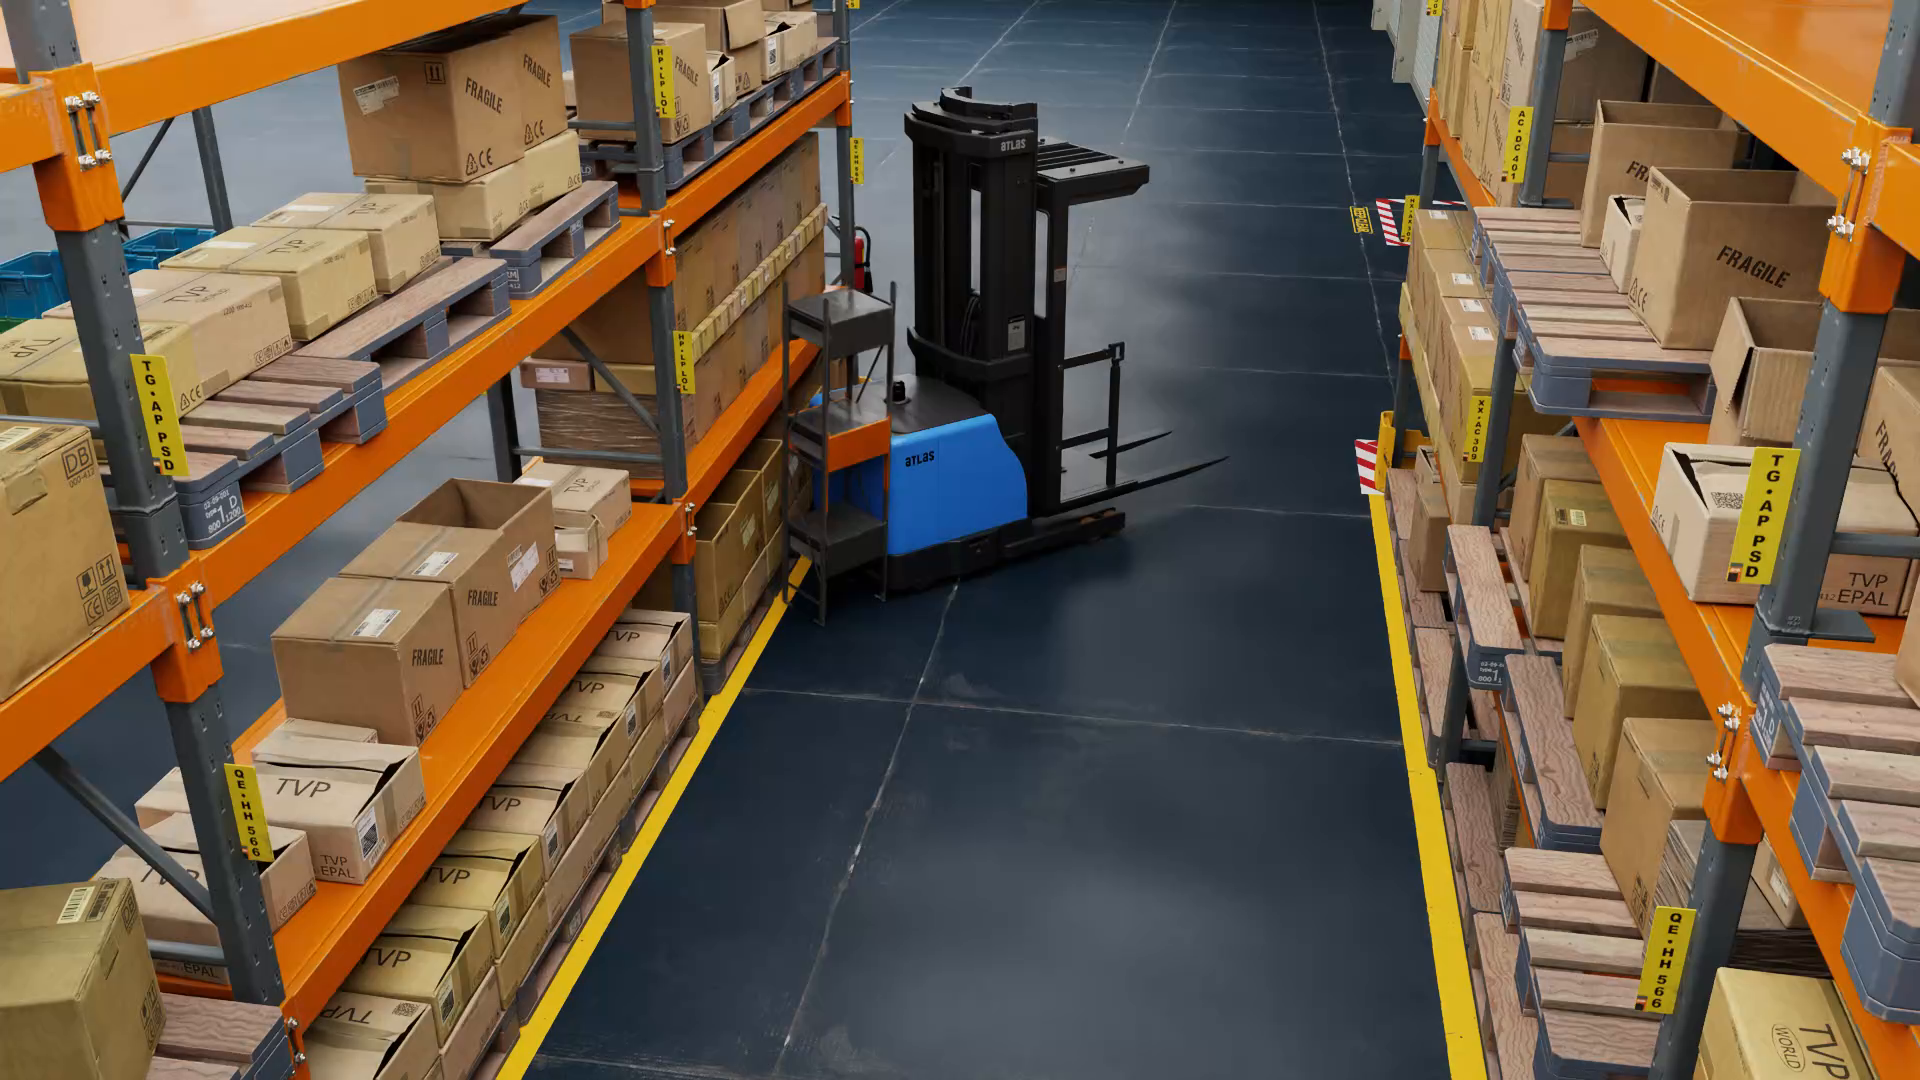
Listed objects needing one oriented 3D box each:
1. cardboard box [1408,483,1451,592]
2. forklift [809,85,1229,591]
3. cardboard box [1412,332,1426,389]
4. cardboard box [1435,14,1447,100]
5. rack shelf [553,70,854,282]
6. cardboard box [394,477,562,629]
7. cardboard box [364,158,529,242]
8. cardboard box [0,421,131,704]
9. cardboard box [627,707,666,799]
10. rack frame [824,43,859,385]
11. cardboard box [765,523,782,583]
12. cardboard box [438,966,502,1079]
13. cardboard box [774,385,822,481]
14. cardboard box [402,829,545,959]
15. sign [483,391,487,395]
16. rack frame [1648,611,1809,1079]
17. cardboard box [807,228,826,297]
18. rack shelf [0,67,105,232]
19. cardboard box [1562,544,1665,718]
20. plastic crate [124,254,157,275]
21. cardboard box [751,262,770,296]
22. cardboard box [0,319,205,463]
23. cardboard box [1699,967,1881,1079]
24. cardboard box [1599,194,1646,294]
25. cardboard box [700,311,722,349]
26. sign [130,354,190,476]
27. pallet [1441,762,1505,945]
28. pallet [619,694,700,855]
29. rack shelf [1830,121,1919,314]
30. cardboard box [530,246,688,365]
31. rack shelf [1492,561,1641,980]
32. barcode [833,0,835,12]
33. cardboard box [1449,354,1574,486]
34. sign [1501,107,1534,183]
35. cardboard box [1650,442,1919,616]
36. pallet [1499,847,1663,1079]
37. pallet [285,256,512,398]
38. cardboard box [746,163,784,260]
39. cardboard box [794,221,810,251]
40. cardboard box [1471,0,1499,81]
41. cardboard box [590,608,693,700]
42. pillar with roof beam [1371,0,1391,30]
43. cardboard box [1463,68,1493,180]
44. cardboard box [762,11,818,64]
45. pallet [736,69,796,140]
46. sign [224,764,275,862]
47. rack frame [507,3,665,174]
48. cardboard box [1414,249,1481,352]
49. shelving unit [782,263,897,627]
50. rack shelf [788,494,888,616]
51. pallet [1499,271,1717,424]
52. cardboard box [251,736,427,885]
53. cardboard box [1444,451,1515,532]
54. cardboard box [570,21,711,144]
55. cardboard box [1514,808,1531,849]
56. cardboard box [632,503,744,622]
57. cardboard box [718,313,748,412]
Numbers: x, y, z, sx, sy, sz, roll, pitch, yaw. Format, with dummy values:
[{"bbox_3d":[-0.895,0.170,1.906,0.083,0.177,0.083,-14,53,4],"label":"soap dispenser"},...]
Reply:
[{"bbox_3d":[3.155,-0.008,10.158,0.700,0.500,0.500,2,25,5],"label":"cardboard box"},{"bbox_3d":[0.514,-1.480,10.955,3.031,2.935,1.130,-17,30,-31],"label":"forklift"},{"bbox_3d":[3.066,-1.094,10.202,0.500,0.250,0.500,4,25,8],"label":"cardboard box"},{"bbox_3d":[3.318,-3.056,10.561,0.500,0.500,0.500,5,25,10],"label":"cardboard box"},{"bbox_3d":[-1.596,-2.304,9.943,1.077,0.370,4.000,4,25,9],"label":"rack shelf"},{"bbox_3d":[-2.150,0.061,7.464,0.500,0.500,0.500,6,26,12],"label":"cardboard box"},{"bbox_3d":[-2.120,-1.428,6.906,0.500,0.250,0.500,2,25,3],"label":"cardboard box"},{"bbox_3d":[-2.614,0.020,4.014,0.910,0.500,0.500,4,25,9],"label":"cardboard box"},{"bbox_3d":[-1.789,1.026,8.268,0.500,0.250,0.500,4,25,8],"label":"cardboard box"},{"bbox_3d":[-1.269,-2.107,12.214,1.000,3.000,0.127,4,25,9],"label":"rack frame"},{"bbox_3d":[-1.374,0.030,10.395,0.500,0.250,0.500,4,25,9],"label":"cardboard box"},{"bbox_3d":[-2.120,1.885,6.433,0.500,0.250,0.500,3,25,7],"label":"cardboard box"},{"bbox_3d":[-1.212,-0.728,11.130,0.500,0.500,0.500,4,25,9],"label":"cardboard box"},{"bbox_3d":[-2.038,1.408,6.791,0.500,0.311,0.500,3,25,7],"label":"cardboard box"},{"bbox_3d":[-2.470,-0.900,8.520,0.100,0.325,0.005,4,25,9],"label":"sign"},{"bbox_3d":[2.311,1.580,4.336,1.000,3.000,0.127,4,25,9],"label":"rack frame"},{"bbox_3d":[-1.358,-1.958,11.777,0.700,0.500,0.500,4,25,9],"label":"cardboard box"},{"bbox_3d":[-2.903,-0.135,2.244,1.077,0.370,4.000,4,25,9],"label":"rack shelf"},{"bbox_3d":[2.673,0.384,6.254,0.700,0.500,0.500,8,26,16],"label":"cardboard box"},{"bbox_3d":[-6.053,-1.883,11.911,0.499,0.251,0.408,4,25,9],"label":"plastic crate"},{"bbox_3d":[-1.395,-1.625,10.299,0.380,0.149,0.250,4,25,8],"label":"cardboard box"},{"bbox_3d":[-2.558,-0.436,4.786,0.500,0.250,0.500,2,25,5],"label":"cardboard box"},{"bbox_3d":[1.978,1.236,3.695,0.500,0.250,0.500,5,25,10],"label":"cardboard box"},{"bbox_3d":[2.696,-1.120,6.177,0.500,0.311,0.500,5,26,10],"label":"cardboard box"},{"bbox_3d":[-1.565,-1.195,9.382,0.380,0.149,0.250,4,25,8],"label":"cardboard box"},{"bbox_3d":[-2.041,-0.316,4.238,0.100,0.325,0.005,4,25,9],"label":"sign"},{"bbox_3d":[2.839,1.496,7.805,1.003,0.211,1.213,4,25,9],"label":"pallet"},{"bbox_3d":[-2.004,1.139,8.567,1.003,0.211,1.213,4,25,9],"label":"pallet"},{"bbox_3d":[1.985,0.207,1.514,1.077,0.370,4.000,4,25,9],"label":"rack shelf"},{"bbox_3d":[-1.856,-1.253,8.741,0.700,0.500,0.500,4,25,9],"label":"cardboard box"},{"bbox_3d":[2.638,1.070,6.275,1.077,0.370,4.000,4,25,9],"label":"rack shelf"},{"bbox_3d":[-0.842,-3.569,11.114,0.001,0.075,0.075,4,25,9],"label":"barcode"},{"bbox_3d":[2.737,-0.593,8.247,0.500,0.500,0.500,4,25,8],"label":"cardboard box"},{"bbox_3d":[2.429,-1.720,7.238,0.100,0.325,0.005,4,25,9],"label":"sign"},{"bbox_3d":[2.163,-0.067,4.398,0.500,0.311,0.500,4,25,9],"label":"cardboard box"},{"bbox_3d":[2.323,1.362,5.029,1.213,0.211,1.003,4,25,9],"label":"pallet"},{"bbox_3d":[-2.374,-0.792,6.089,1.003,0.211,1.213,5,26,11],"label":"pallet"},{"bbox_3d":[-1.529,-2.092,10.534,0.700,0.500,0.500,4,25,9],"label":"cardboard box"},{"bbox_3d":[-1.226,-2.057,11.223,0.380,0.149,0.250,4,25,8],"label":"cardboard box"},{"bbox_3d":[2.934,-2.636,8.484,0.500,0.500,0.500,3,25,7],"label":"cardboard box"},{"bbox_3d":[-1.706,0.556,8.610,0.500,0.311,0.500,4,25,9],"label":"cardboard box"},{"bbox_3d":[4.033,-14.466,31.540,9.100,9.000,0.400,4,25,9],"label":"pillar with roof beam"},{"bbox_3d":[2.952,-2.179,8.687,0.500,0.500,0.500,3,25,6],"label":"cardboard box"},{"bbox_3d":[-1.197,-3.152,10.423,0.500,0.250,0.500,4,25,9],"label":"cardboard box"},{"bbox_3d":[-1.607,-2.620,9.875,1.003,0.211,1.213,4,25,9],"label":"pallet"},{"bbox_3d":[-2.039,0.784,4.765,0.100,0.325,0.005,4,25,9],"label":"sign"},{"bbox_3d":[-1.923,-3.151,7.368,1.000,3.000,0.127,4,25,9],"label":"rack frame"},{"bbox_3d":[3.063,-1.446,10.070,0.500,0.500,0.500,3,25,7],"label":"cardboard box"},{"bbox_3d":[-0.733,-0.539,9.888,0.503,2.100,0.431,-22,37,-38],"label":"shelving unit"},{"bbox_3d":[-0.770,0.088,10.227,0.480,0.518,0.431,-22,37,-38],"label":"rack shelf"},{"bbox_3d":[2.593,-0.681,5.851,1.213,0.211,1.003,4,25,9],"label":"pallet"},{"bbox_3d":[-2.239,0.918,5.855,0.500,0.311,0.500,4,25,8],"label":"cardboard box"},{"bbox_3d":[2.744,-0.253,8.405,0.500,0.250,0.500,4,25,9],"label":"cardboard box"},{"bbox_3d":[-1.580,-2.284,8.275,0.500,0.500,0.500,6,26,13],"label":"cardboard box"},{"bbox_3d":[2.826,1.369,7.217,0.700,0.500,0.500,4,25,7],"label":"cardboard box"},{"bbox_3d":[-1.538,0.109,9.343,0.500,0.500,0.500,4,25,9],"label":"cardboard box"},{"bbox_3d":[-1.691,-1.096,9.936,0.700,0.500,0.500,4,25,9],"label":"cardboard box"}]
